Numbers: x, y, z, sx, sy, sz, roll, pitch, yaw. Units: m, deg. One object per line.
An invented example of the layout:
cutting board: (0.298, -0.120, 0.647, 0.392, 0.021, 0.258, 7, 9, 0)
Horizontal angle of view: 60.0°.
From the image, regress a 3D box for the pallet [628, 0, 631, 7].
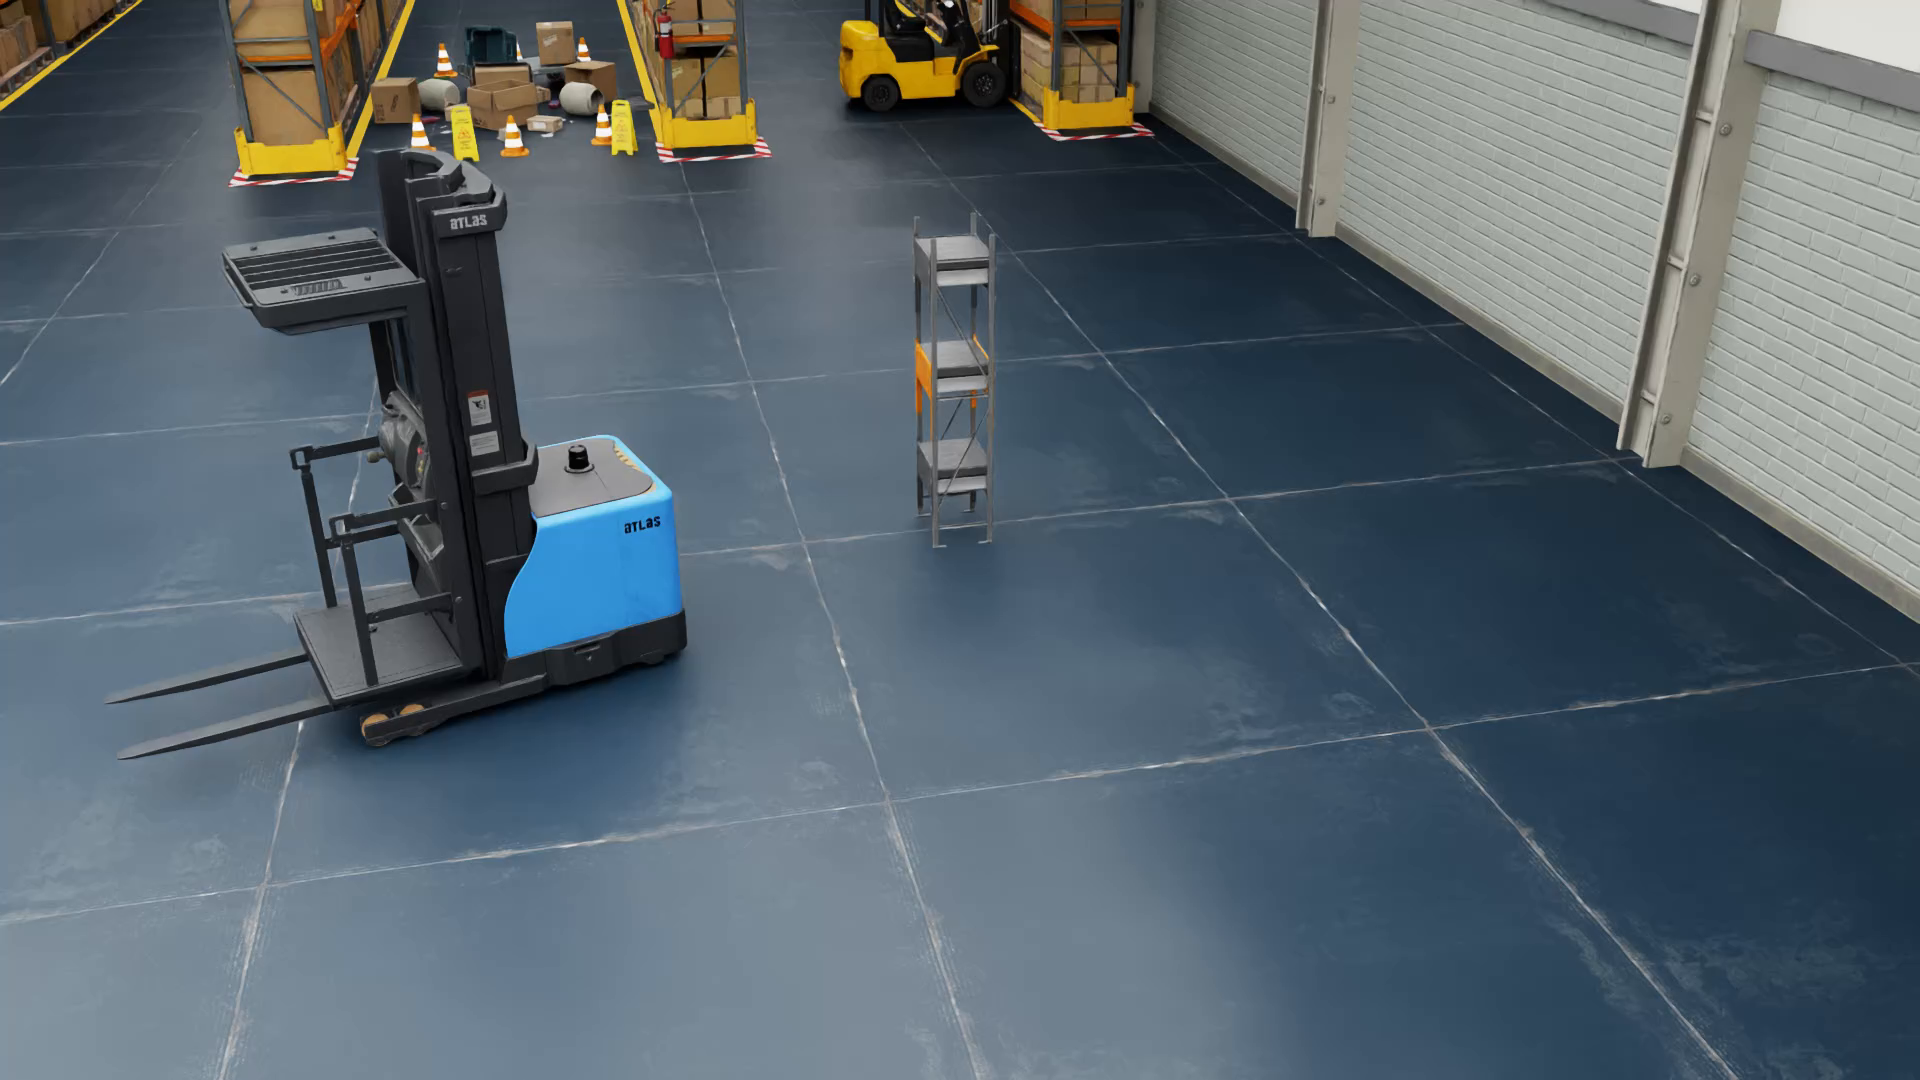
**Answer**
pallet: (-5.605, -10.023, 30.719, 1.003, 0.211, 1.213, -6, 27, -12)

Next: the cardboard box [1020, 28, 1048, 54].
cardboard box: (1.035, -6.857, 22.829, 0.500, 0.250, 0.500, -6, 27, -11)

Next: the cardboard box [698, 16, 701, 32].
cardboard box: (-3.094, -6.498, 20.920, 0.380, 0.149, 0.250, -6, 27, -11)

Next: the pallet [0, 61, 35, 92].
pallet: (-14.160, -6.714, 24.164, 1.003, 0.211, 1.213, -6, 27, -12)

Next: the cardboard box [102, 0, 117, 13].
cardboard box: (-15.344, -9.552, 28.585, 1.225, 0.875, 0.875, -6, 27, -11)

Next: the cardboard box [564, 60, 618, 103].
cardboard box: (-5.134, -6.363, 23.146, 0.500, 0.500, 0.500, 13, 30, 24)

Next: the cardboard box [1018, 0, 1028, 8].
cardboard box: (1.096, -7.524, 22.563, 0.500, 0.500, 0.500, -6, 27, -13)

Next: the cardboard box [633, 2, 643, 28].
cardboard box: (-4.834, -8.608, 27.272, 0.950, 0.372, 0.625, -8, 28, -15)

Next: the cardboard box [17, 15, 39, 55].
cardboard box: (-14.436, -7.625, 25.160, 0.700, 0.500, 0.500, -7, 28, -14)

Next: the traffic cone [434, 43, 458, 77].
traffic cone: (-7.681, -7.149, 24.747, 0.336, 0.463, 0.334, -6, 27, -12)

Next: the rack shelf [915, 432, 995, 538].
rack shelf: (-0.037, -0.373, 11.089, 0.431, 0.518, 0.480, -6, 27, -12)

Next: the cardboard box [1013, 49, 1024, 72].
cardboard box: (1.033, -6.647, 22.968, 0.500, 0.250, 0.500, -7, 28, -13)

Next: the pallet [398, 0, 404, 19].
pallet: (-10.476, -9.465, 29.615, 1.003, 0.211, 1.213, -6, 27, -12)

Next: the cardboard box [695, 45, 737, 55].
cardboard box: (-3.189, -6.247, 21.898, 0.500, 0.500, 0.500, -7, 28, -14)

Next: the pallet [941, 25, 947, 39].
pallet: (0.303, -8.204, 27.115, 1.003, 0.211, 1.213, -6, 27, -12)

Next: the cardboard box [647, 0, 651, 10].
cardboard box: (-4.012, -7.241, 22.393, 0.380, 0.149, 0.250, -6, 27, -11)

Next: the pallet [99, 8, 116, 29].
pallet: (-15.261, -9.016, 28.726, 1.003, 0.211, 1.213, -6, 27, -12)

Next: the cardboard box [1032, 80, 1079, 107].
cardboard box: (1.273, -5.970, 22.182, 0.500, 0.250, 0.500, -6, 27, -11)

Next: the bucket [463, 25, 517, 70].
bucket: (-6.573, -6.931, 23.446, 0.726, 0.611, 0.620, 3, 17, 6)

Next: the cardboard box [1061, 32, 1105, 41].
cardboard box: (1.647, -6.692, 22.501, 0.500, 0.250, 0.500, -6, 27, -12)

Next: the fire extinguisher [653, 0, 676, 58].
fire extinguisher: (-3.572, -6.199, 20.135, 0.296, 0.674, 0.183, -6, 27, -12)

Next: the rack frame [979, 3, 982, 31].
rack frame: (0.785, -8.592, 24.791, 1.000, 3.000, 0.127, -6, 27, -12)

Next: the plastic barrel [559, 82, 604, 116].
plastic barrel: (-5.089, -5.934, 22.382, 0.512, 0.421, 0.421, 13, 30, 24)

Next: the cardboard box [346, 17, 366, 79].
cardboard box: (-9.077, -6.986, 23.639, 1.050, 0.750, 0.750, -6, 27, -12)

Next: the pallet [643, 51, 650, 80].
pallet: (-4.227, -7.183, 25.094, 1.003, 0.211, 1.213, -6, 27, -12)

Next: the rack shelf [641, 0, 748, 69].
rack shelf: (-3.599, -6.887, 22.212, 1.077, 0.370, 4.000, -6, 27, -12)

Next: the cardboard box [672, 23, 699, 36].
cardboard box: (-3.441, -6.361, 20.649, 0.380, 0.149, 0.250, -5, 27, -10)

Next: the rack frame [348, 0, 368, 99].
rack frame: (-8.850, -7.540, 22.705, 1.000, 3.000, 0.127, -6, 27, -12)

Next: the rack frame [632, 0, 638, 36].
rack frame: (-4.951, -9.843, 27.268, 1.000, 3.000, 0.127, -6, 27, -12)

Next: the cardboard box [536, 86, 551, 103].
cardboard box: (-5.957, -6.291, 23.265, 0.396, 0.266, 0.258, 19, 32, 32)

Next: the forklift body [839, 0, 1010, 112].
forklift body: (-0.518, -7.105, 22.785, 2.313, 2.155, 1.214, -6, 27, -12)

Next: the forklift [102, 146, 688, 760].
forklift: (-3.127, -0.477, 8.789, 3.031, 2.935, 1.130, -15, 30, -27)

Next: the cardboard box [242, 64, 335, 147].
cardboard box: (-8.166, -5.314, 20.187, 0.875, 0.875, 0.875, -6, 27, -11)

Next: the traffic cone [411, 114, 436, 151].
traffic cone: (-6.685, -5.028, 20.545, 0.336, 0.463, 0.334, -6, 27, -12)

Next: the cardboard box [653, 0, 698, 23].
cardboard box: (-3.539, -6.718, 20.637, 0.500, 0.500, 0.500, -6, 27, -13)

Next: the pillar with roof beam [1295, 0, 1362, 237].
pillar with roof beam: (-0.434, -6.841, 14.662, 9.100, 9.000, 0.400, -6, 27, -12)

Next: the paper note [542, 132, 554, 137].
paper note: (-5.301, -5.218, 21.401, 0.148, 0.019, 0.142, -16, 31, -29)

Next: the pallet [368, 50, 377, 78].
pallet: (-9.376, -7.162, 25.053, 1.003, 0.211, 1.213, -6, 27, -12)

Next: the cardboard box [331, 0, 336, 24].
cardboard box: (-8.385, -6.735, 20.945, 0.875, 0.550, 0.500, -6, 27, -12)

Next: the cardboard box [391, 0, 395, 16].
cardboard box: (-9.899, -9.149, 28.202, 0.500, 0.500, 0.500, -7, 28, -13)

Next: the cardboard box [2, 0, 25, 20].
cardboard box: (-14.426, -7.960, 24.993, 0.500, 0.250, 0.500, -5, 27, -9)

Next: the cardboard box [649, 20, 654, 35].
cardboard box: (-4.029, -6.980, 22.630, 0.380, 0.149, 0.250, -4, 27, -9)

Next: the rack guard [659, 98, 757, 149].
rack guard: (-3.166, -5.248, 20.939, 1.175, 0.500, 0.348, -6, 27, -12)

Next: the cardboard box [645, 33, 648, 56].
cardboard box: (-4.171, -7.331, 24.742, 0.950, 0.372, 0.625, -6, 27, -11)

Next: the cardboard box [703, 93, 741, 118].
cardboard box: (-3.061, -5.673, 21.592, 0.500, 0.250, 0.500, -6, 27, -12)

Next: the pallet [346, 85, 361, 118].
pallet: (-8.755, -5.953, 22.656, 1.003, 0.211, 1.213, -6, 27, -12)

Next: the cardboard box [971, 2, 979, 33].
cardboard box: (0.657, -7.948, 25.683, 0.875, 0.625, 0.625, -5, 27, -9)

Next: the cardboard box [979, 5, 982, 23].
cardboard box: (0.589, -7.754, 24.607, 0.500, 0.250, 0.500, -6, 27, -12)

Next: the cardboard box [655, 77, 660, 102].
cardboard box: (-3.825, -6.076, 22.390, 0.500, 0.250, 0.500, -7, 28, -13)

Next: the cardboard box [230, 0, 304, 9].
cardboard box: (-7.994, -6.499, 19.280, 0.875, 0.550, 0.550, -6, 27, -12)

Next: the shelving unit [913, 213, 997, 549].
shelving unit: (-0.037, -1.010, 10.767, 0.431, 2.100, 0.503, -6, 27, -12)

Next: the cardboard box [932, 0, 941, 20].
cardboard box: (0.011, -9.200, 28.165, 0.875, 0.625, 0.625, -5, 27, -10)

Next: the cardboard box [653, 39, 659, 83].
cardboard box: (-3.811, -6.402, 22.204, 0.500, 0.500, 0.500, -7, 28, -13)
